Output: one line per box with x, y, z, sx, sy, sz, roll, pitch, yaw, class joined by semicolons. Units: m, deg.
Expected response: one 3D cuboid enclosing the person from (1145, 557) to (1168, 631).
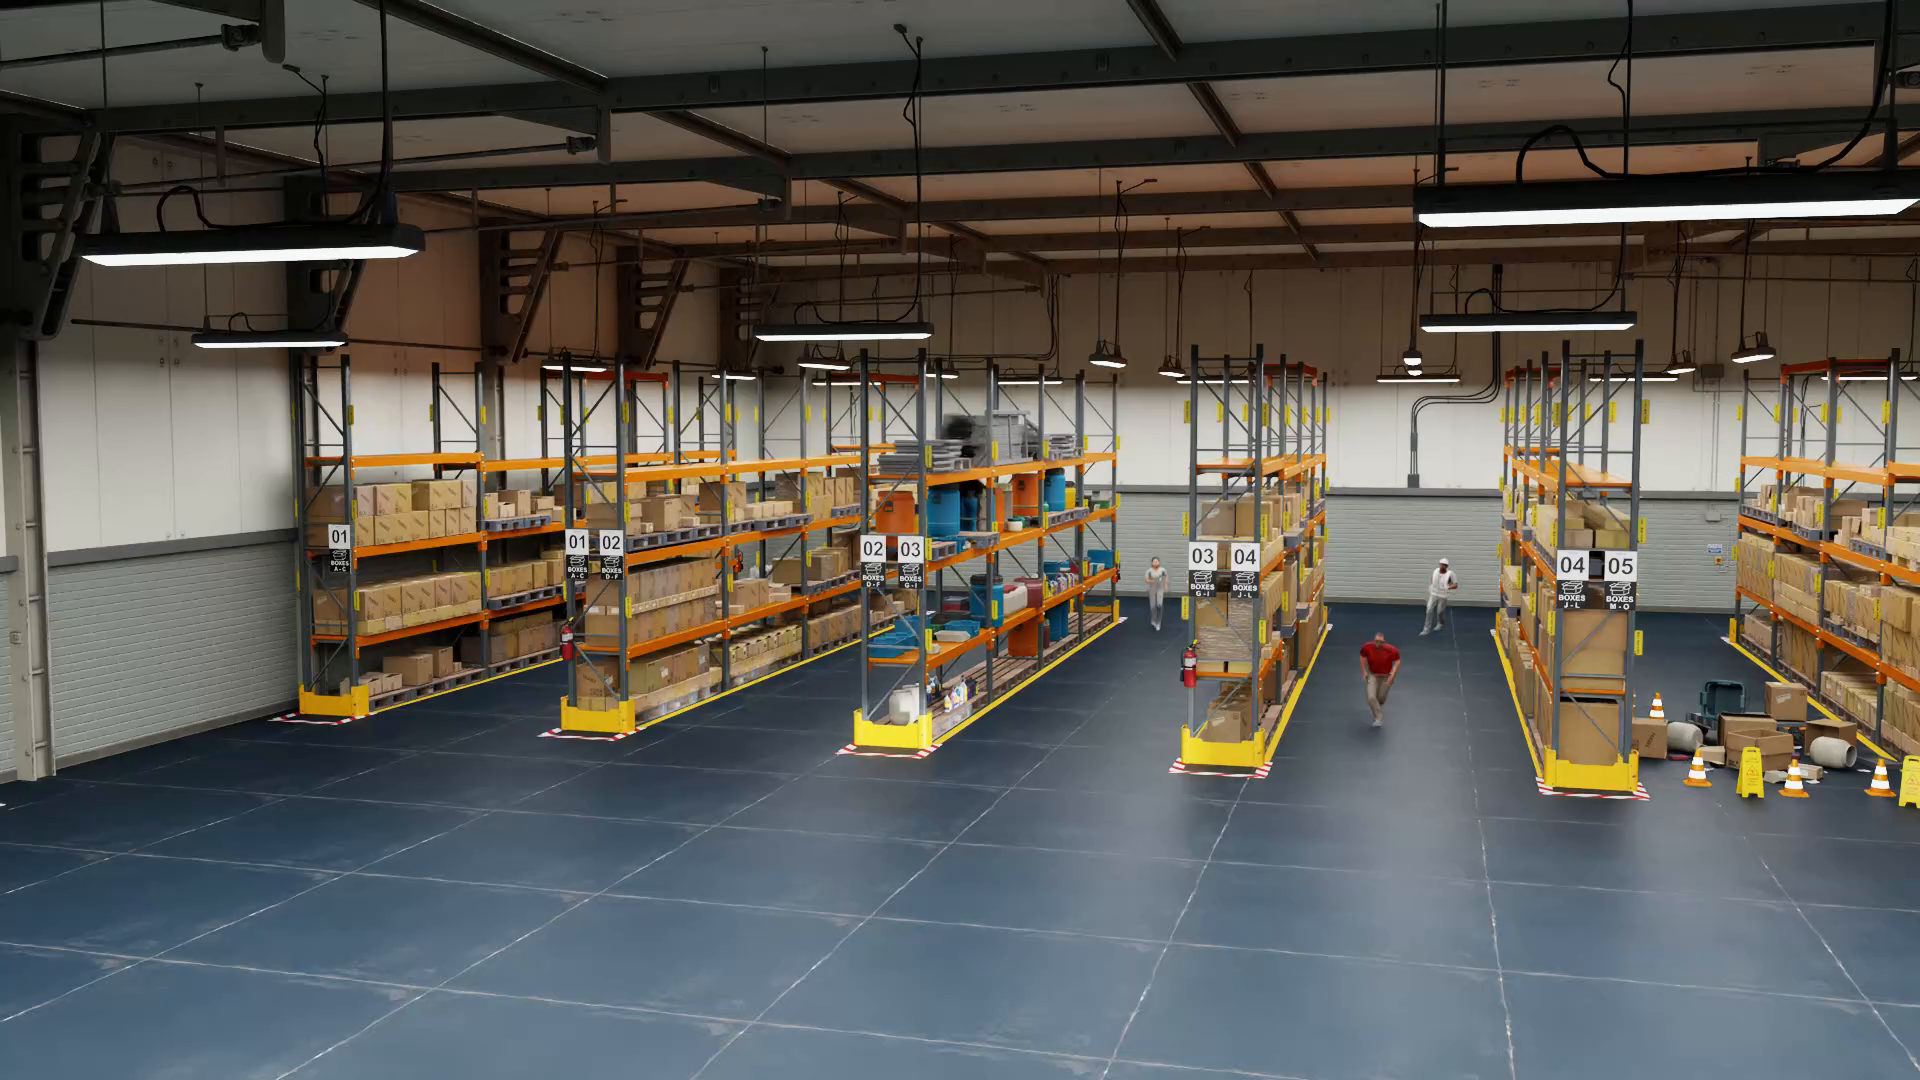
4.592;1.246;38.946;0.535;1.722;0.839;1;4;8;person

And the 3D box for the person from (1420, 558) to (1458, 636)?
10.976;1.288;37.846;0.713;1.761;0.928;3;5;36;person

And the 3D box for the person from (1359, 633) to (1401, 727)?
6.806;2.222;26.942;0.660;1.552;1.040;1;4;16;person

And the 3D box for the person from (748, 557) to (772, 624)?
-4.836;1.191;40.431;0.583;1.632;0.968;0;4;4;person
